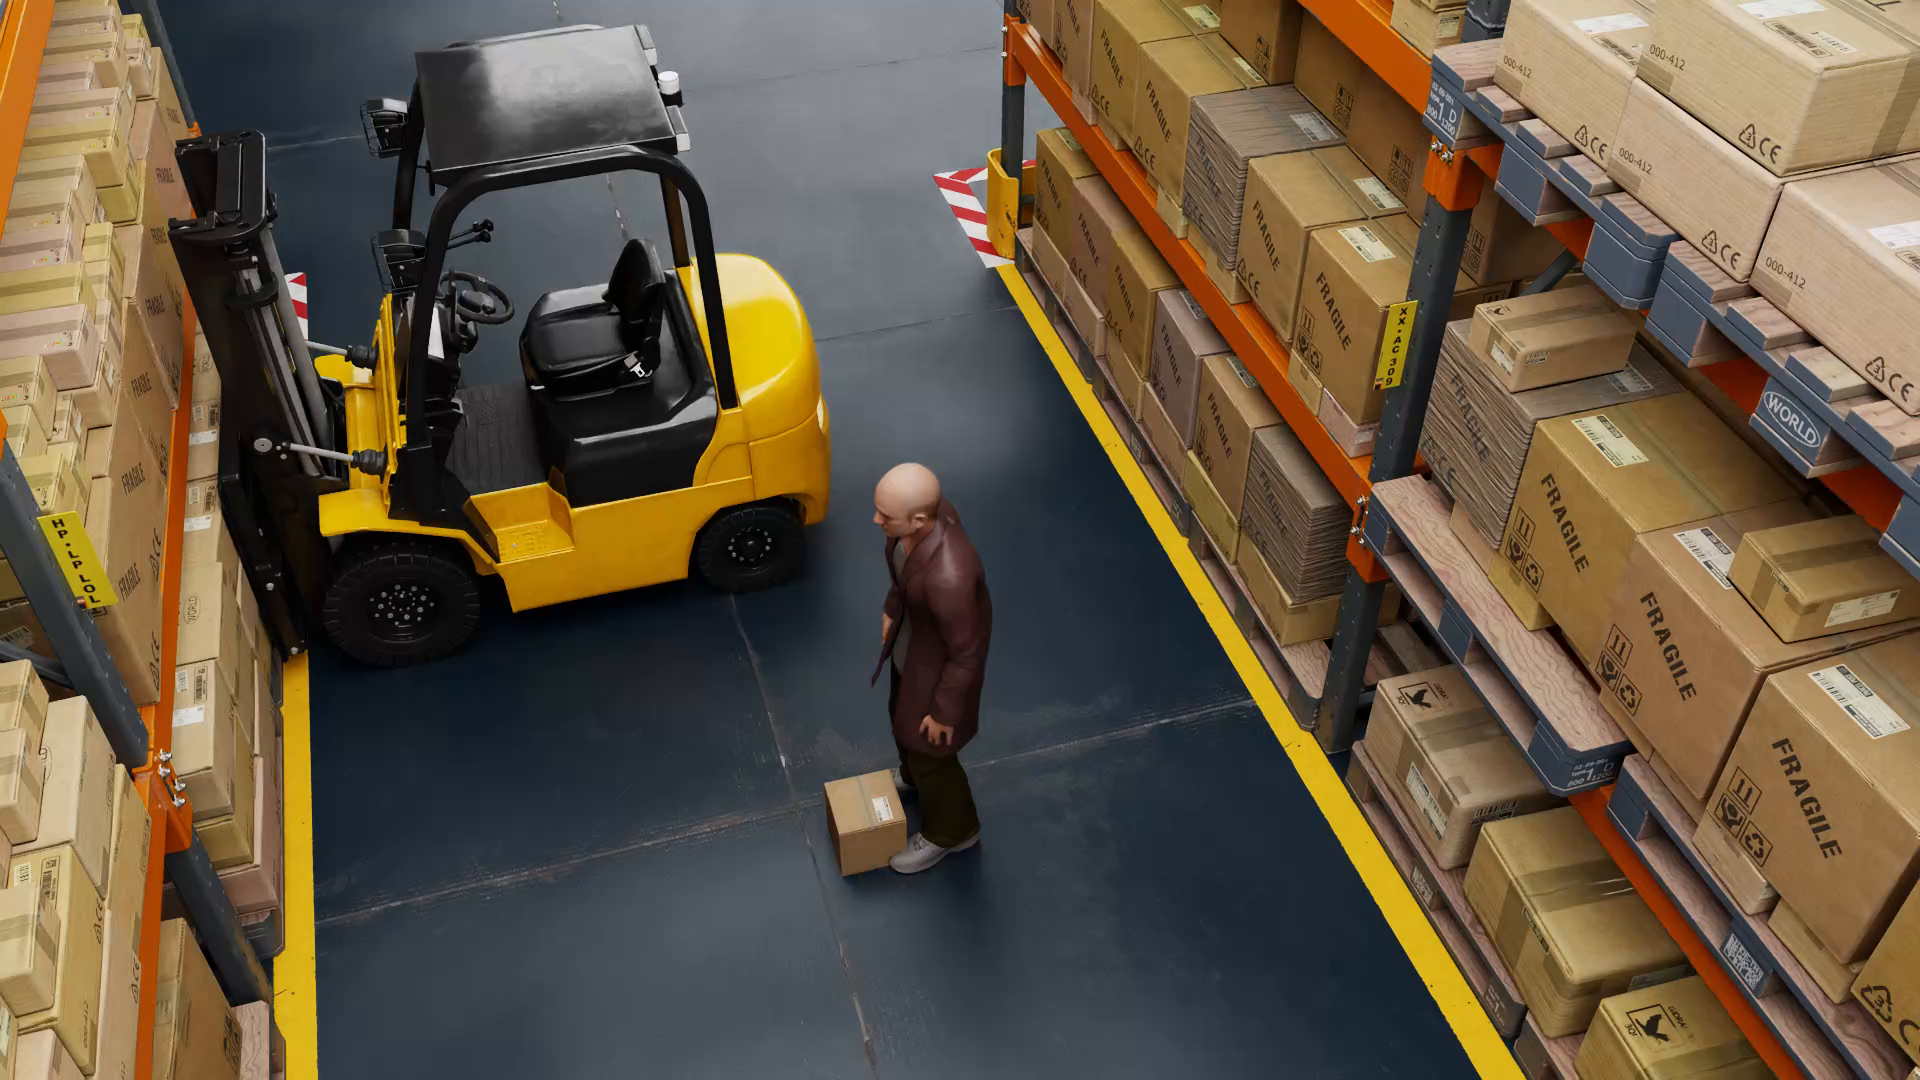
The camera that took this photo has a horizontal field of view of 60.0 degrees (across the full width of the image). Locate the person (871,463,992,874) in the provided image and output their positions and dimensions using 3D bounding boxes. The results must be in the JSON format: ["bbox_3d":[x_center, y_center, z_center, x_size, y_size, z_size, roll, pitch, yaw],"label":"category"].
[{"bbox_3d":[-0.114,0.421,5.698,0.419,1.774,0.646,-12,43,-13],"label":"person"}]
